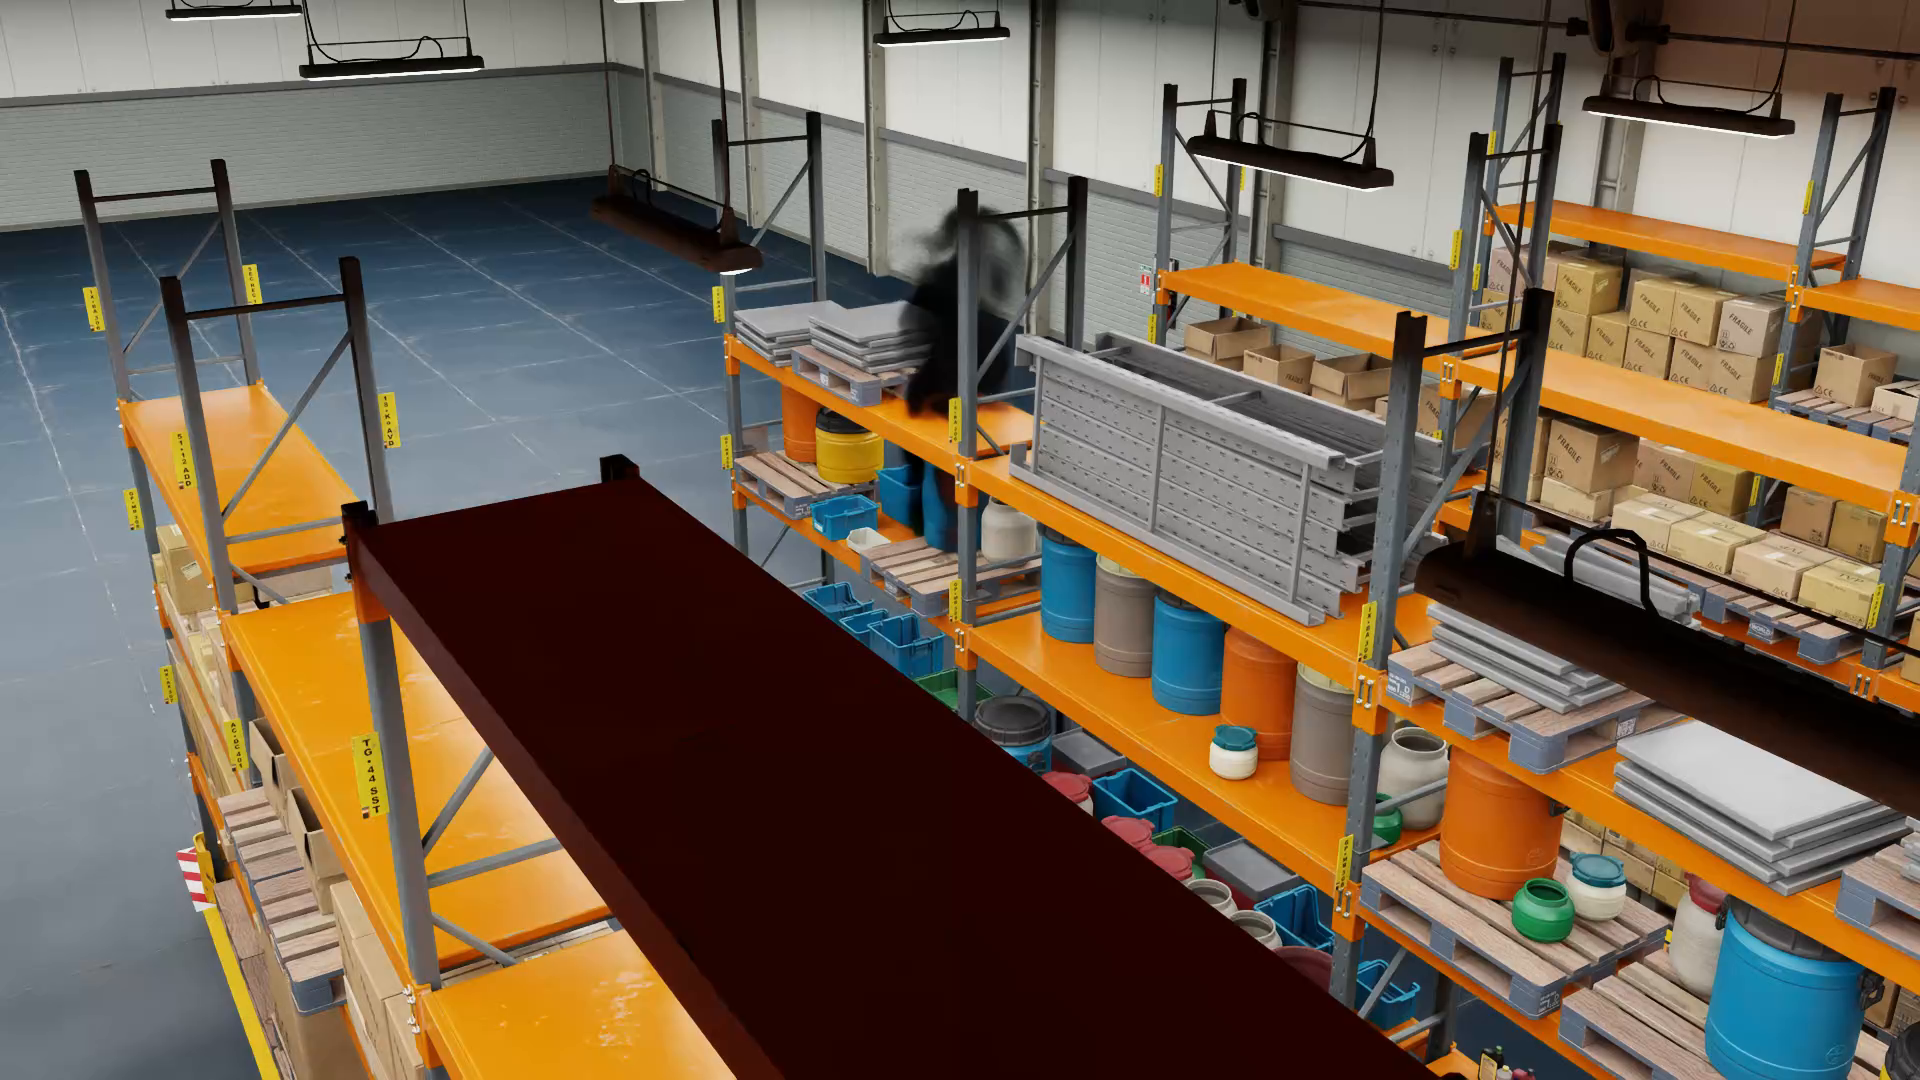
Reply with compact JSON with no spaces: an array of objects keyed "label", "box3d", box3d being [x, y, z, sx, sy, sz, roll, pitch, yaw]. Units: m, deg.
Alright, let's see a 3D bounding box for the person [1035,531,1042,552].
[{"label":"person","box3d":[0.717,-0.466,20.230,0.763,1.836,0.636,-6,23,-14]}]
